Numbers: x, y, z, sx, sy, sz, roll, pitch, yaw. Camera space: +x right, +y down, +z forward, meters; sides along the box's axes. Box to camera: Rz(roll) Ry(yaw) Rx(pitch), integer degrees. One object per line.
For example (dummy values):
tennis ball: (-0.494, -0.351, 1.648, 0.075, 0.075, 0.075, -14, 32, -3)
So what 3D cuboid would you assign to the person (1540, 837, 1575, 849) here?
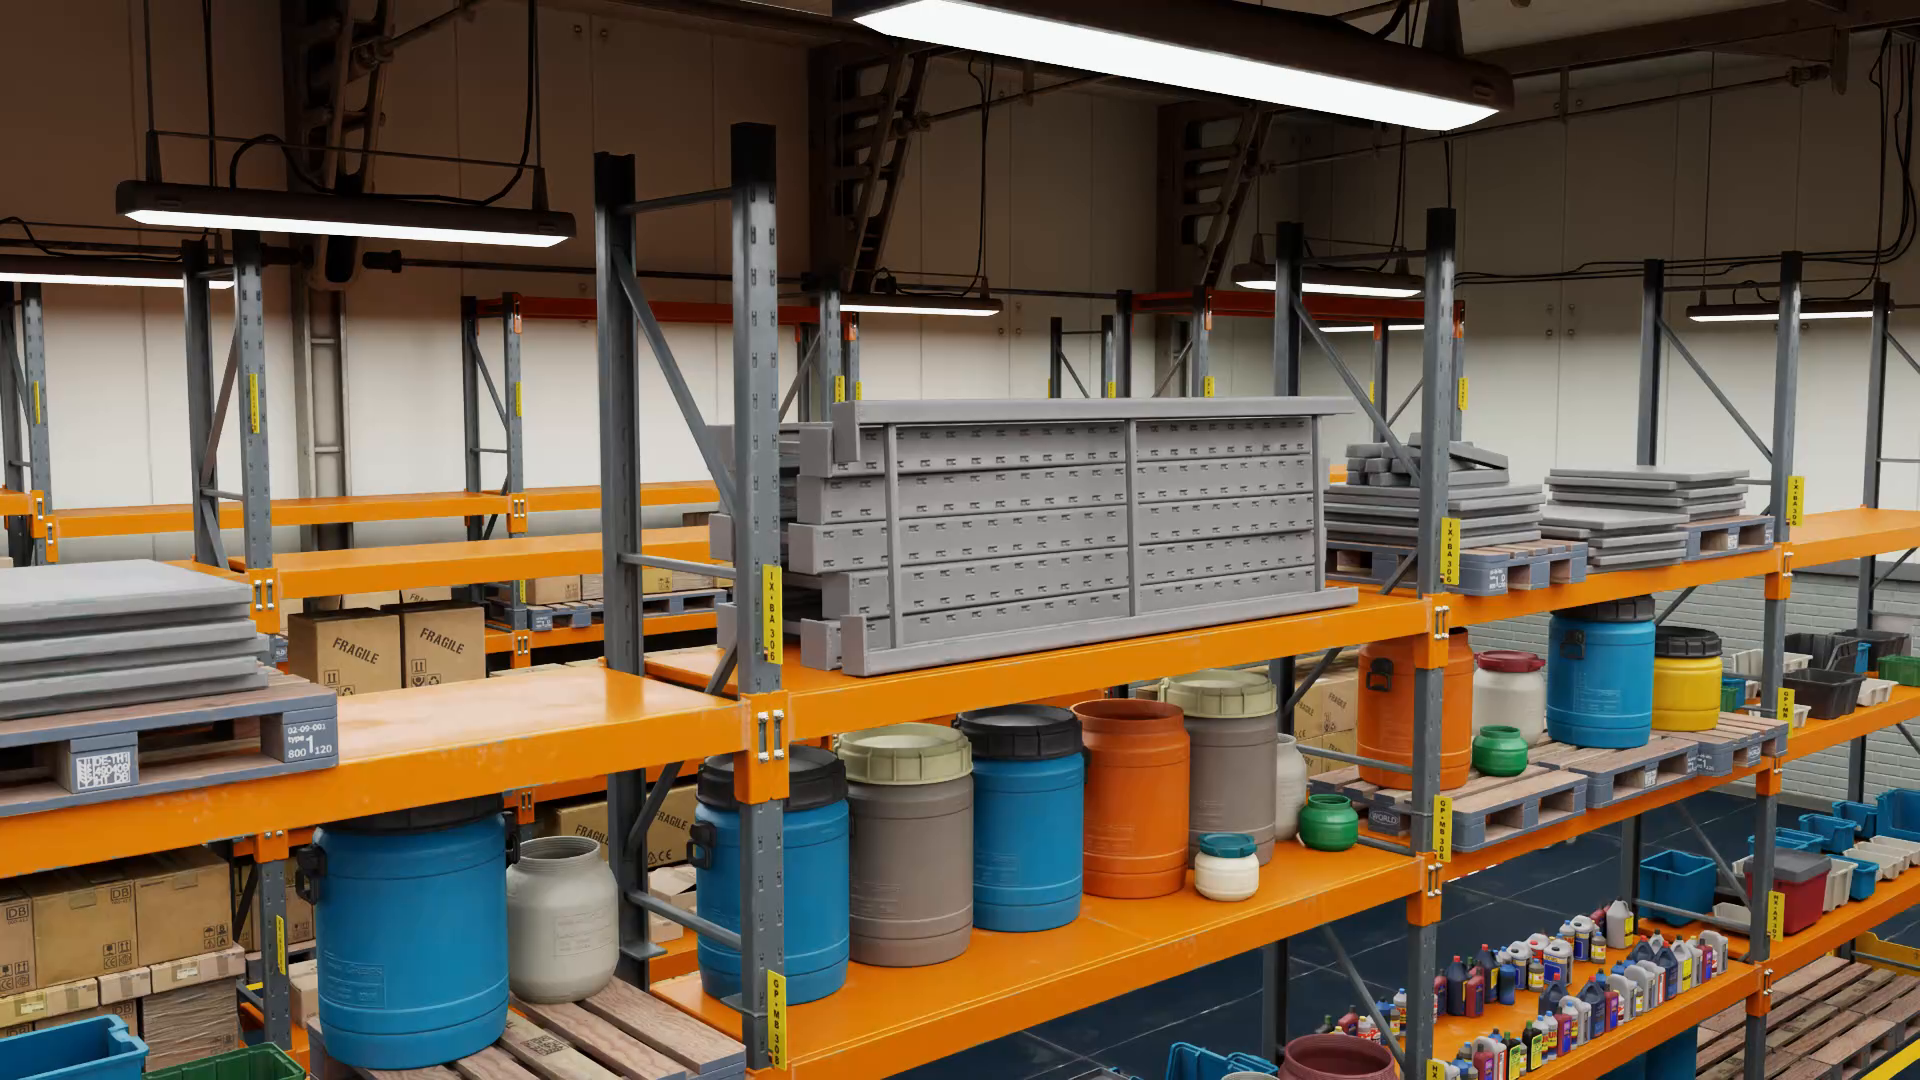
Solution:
person: (6.622, 2.591, 18.462, 0.501, 1.677, 0.498, -4, 7, -38)
